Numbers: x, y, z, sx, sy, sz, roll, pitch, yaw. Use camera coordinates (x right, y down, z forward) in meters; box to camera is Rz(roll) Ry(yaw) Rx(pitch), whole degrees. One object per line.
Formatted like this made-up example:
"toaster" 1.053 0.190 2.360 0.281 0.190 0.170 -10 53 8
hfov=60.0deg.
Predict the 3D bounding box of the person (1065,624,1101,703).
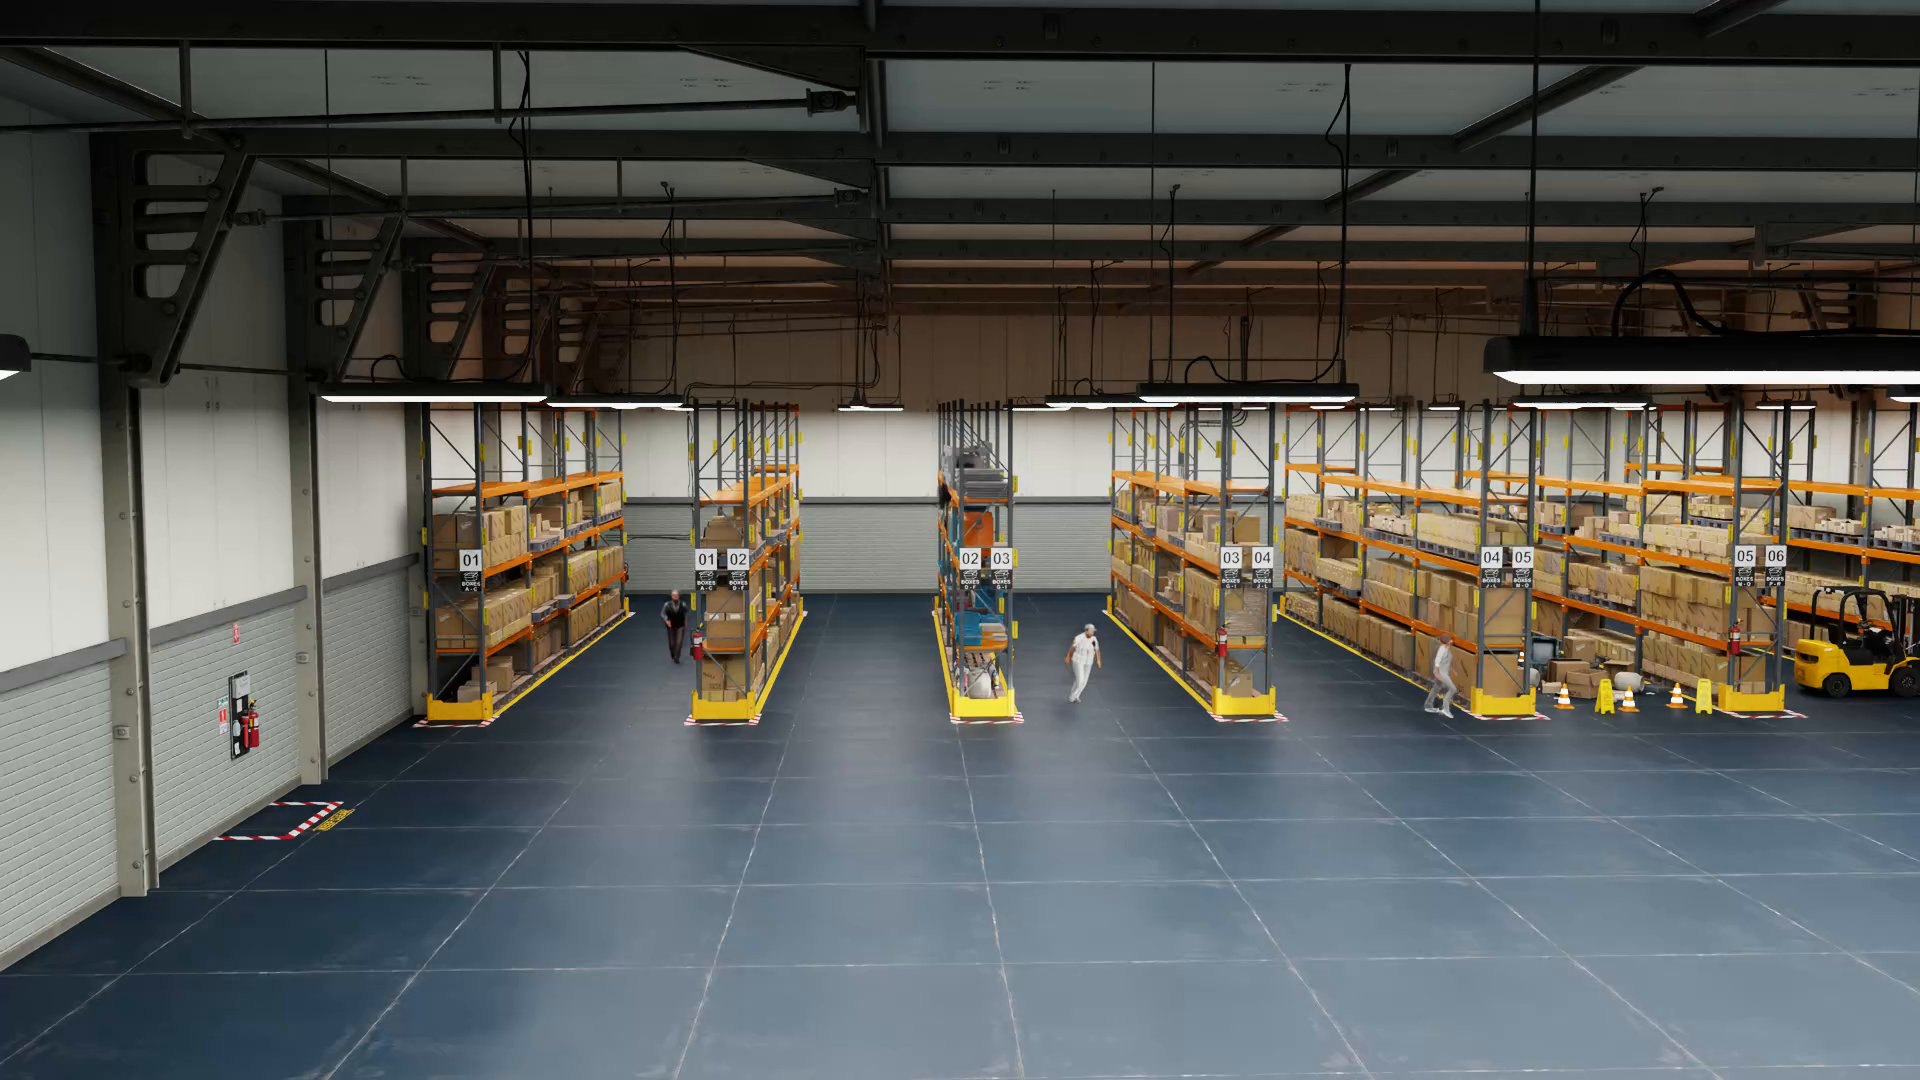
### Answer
"person" 2.446 2.430 32.802 0.596 1.604 0.701 -2 5 -23

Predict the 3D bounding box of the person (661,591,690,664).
"person" -6.551 1.995 38.291 0.657 1.670 0.680 -1 4 -10

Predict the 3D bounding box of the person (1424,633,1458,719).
"person" 9.039 2.538 31.288 0.609 1.602 0.527 2 5 22

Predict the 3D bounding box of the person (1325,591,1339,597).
"person" 11.427 0.990 51.195 0.717 1.765 0.644 -3 5 -34
